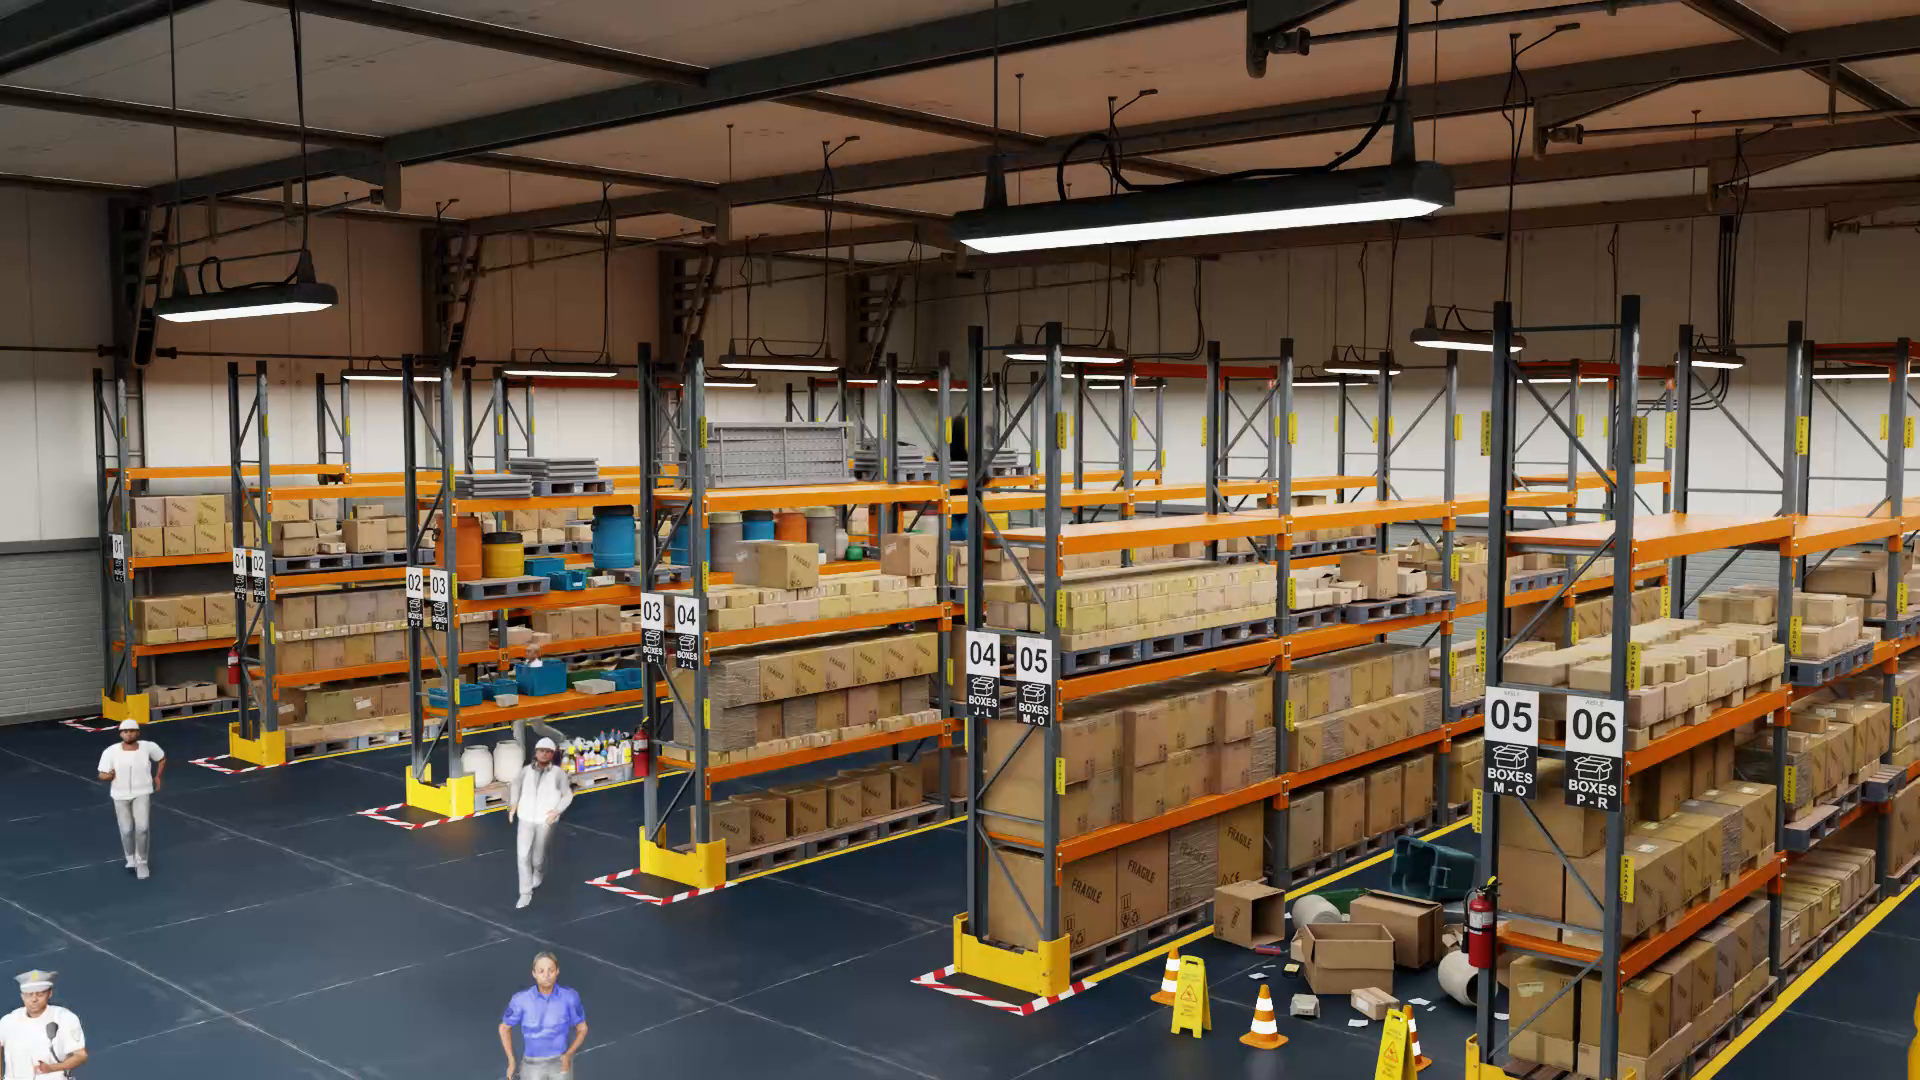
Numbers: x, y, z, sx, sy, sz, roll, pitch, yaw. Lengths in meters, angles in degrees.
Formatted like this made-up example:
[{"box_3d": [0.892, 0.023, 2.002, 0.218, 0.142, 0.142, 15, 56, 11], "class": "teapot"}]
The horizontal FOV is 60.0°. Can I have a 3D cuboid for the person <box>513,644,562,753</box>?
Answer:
[{"box_3d": [-6.400, 2.400, 24.992, 0.715, 1.687, 0.834, 3, 5, 36], "class": "person"}]

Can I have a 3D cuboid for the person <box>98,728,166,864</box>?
[{"box_3d": [-9.313, 2.851, 18.708, 0.673, 1.615, 0.706, -2, 5, -21], "class": "person"}]

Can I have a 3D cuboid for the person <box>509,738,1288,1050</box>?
[{"box_3d": [-9.839, 0.761, 19.198, 25.503, 6.010, 11.012, 0, 4, 2], "class": "person"}]

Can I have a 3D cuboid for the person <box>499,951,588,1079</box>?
[{"box_3d": [-2.750, 3.177, 11.031, 0.574, 0.837, 0.481, -1, 4, -19], "class": "person"}]

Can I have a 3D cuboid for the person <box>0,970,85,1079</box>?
[{"box_3d": [-5.792, 3.538, 10.474, 0.522, 1.709, 0.885, -2, 5, -25], "class": "person"}]
